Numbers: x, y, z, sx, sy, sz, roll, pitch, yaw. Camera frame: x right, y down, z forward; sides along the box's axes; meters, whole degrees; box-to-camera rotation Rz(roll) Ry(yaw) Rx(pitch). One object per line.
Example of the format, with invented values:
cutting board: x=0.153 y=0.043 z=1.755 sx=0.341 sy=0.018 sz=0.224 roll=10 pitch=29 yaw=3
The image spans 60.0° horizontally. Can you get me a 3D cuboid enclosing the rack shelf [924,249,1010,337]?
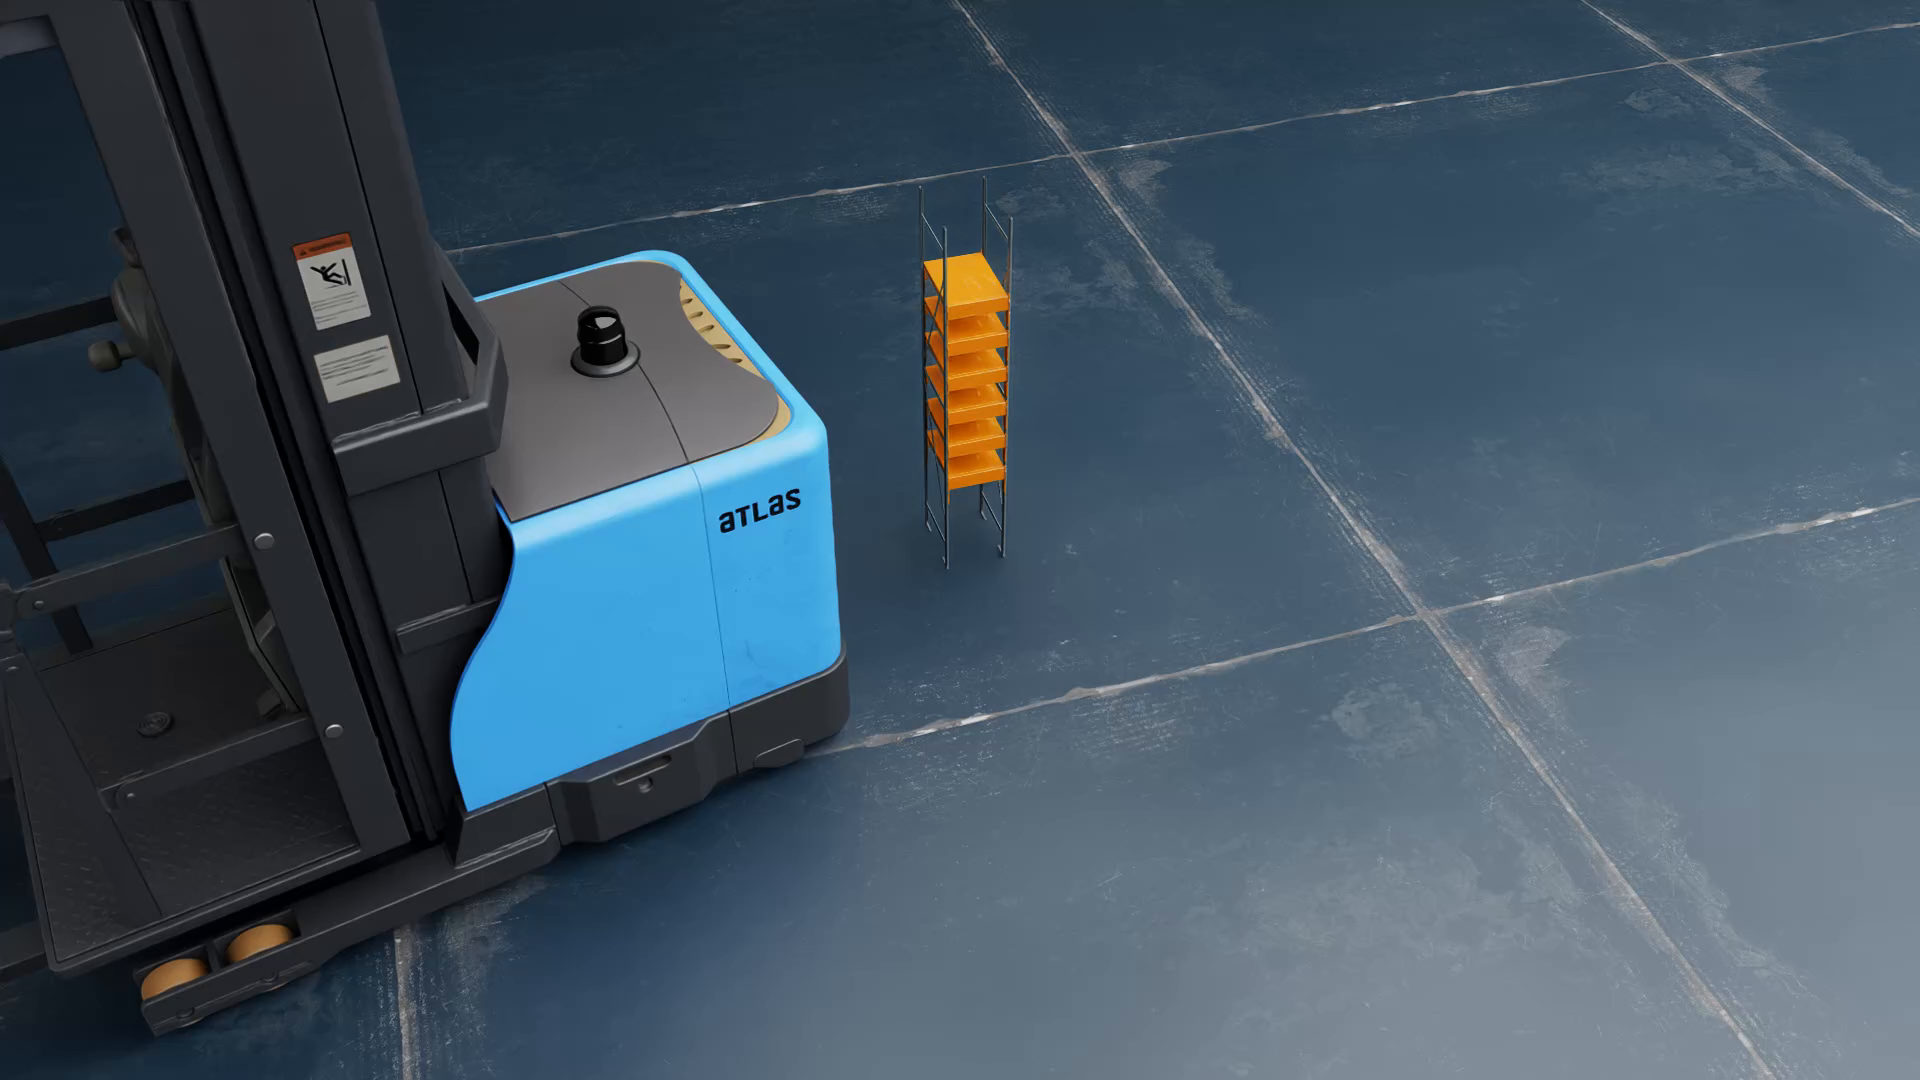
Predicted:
rack shelf: x=0.014 y=-0.692 z=4.651 sx=0.180 sy=0.103 sz=0.258 roll=-12 pitch=42 yaw=-13

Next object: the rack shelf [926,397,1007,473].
rack shelf: x=0.014 y=-0.331 z=4.967 sx=0.180 sy=0.103 sz=0.258 roll=-12 pitch=42 yaw=-13

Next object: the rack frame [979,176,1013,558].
rack frame: x=0.101 y=-0.473 z=4.879 sx=0.006 sy=1.200 sz=0.240 roll=-12 pitch=42 yaw=-13

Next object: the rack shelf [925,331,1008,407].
rack shelf: x=0.014 y=-0.512 z=4.809 sx=0.180 sy=0.103 sz=0.258 roll=-12 pitch=42 yaw=-13

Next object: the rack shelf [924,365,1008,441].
rack shelf: x=0.014 y=-0.421 z=4.888 sx=0.180 sy=0.103 sz=0.258 roll=-12 pitch=42 yaw=-13

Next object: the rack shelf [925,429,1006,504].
rack shelf: x=0.014 y=-0.241 z=5.046 sx=0.180 sy=0.103 sz=0.258 roll=-12 pitch=42 yaw=-13

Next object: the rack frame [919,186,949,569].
rack frame: x=-0.073 y=-0.437 z=4.838 sx=0.006 sy=1.200 sz=0.240 roll=-12 pitch=42 yaw=-13

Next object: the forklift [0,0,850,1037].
forklift: x=-1.839 y=-0.353 z=3.427 sx=3.031 sy=2.935 sz=1.130 roll=-21 pitch=45 yaw=-22

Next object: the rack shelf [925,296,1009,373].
rack shelf: x=0.014 y=-0.602 z=4.730 sx=0.180 sy=0.103 sz=0.258 roll=-12 pitch=42 yaw=-13

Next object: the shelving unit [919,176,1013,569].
shelving unit: x=0.014 y=-0.455 z=4.859 sx=0.189 sy=1.200 sz=0.258 roll=-12 pitch=42 yaw=-13
